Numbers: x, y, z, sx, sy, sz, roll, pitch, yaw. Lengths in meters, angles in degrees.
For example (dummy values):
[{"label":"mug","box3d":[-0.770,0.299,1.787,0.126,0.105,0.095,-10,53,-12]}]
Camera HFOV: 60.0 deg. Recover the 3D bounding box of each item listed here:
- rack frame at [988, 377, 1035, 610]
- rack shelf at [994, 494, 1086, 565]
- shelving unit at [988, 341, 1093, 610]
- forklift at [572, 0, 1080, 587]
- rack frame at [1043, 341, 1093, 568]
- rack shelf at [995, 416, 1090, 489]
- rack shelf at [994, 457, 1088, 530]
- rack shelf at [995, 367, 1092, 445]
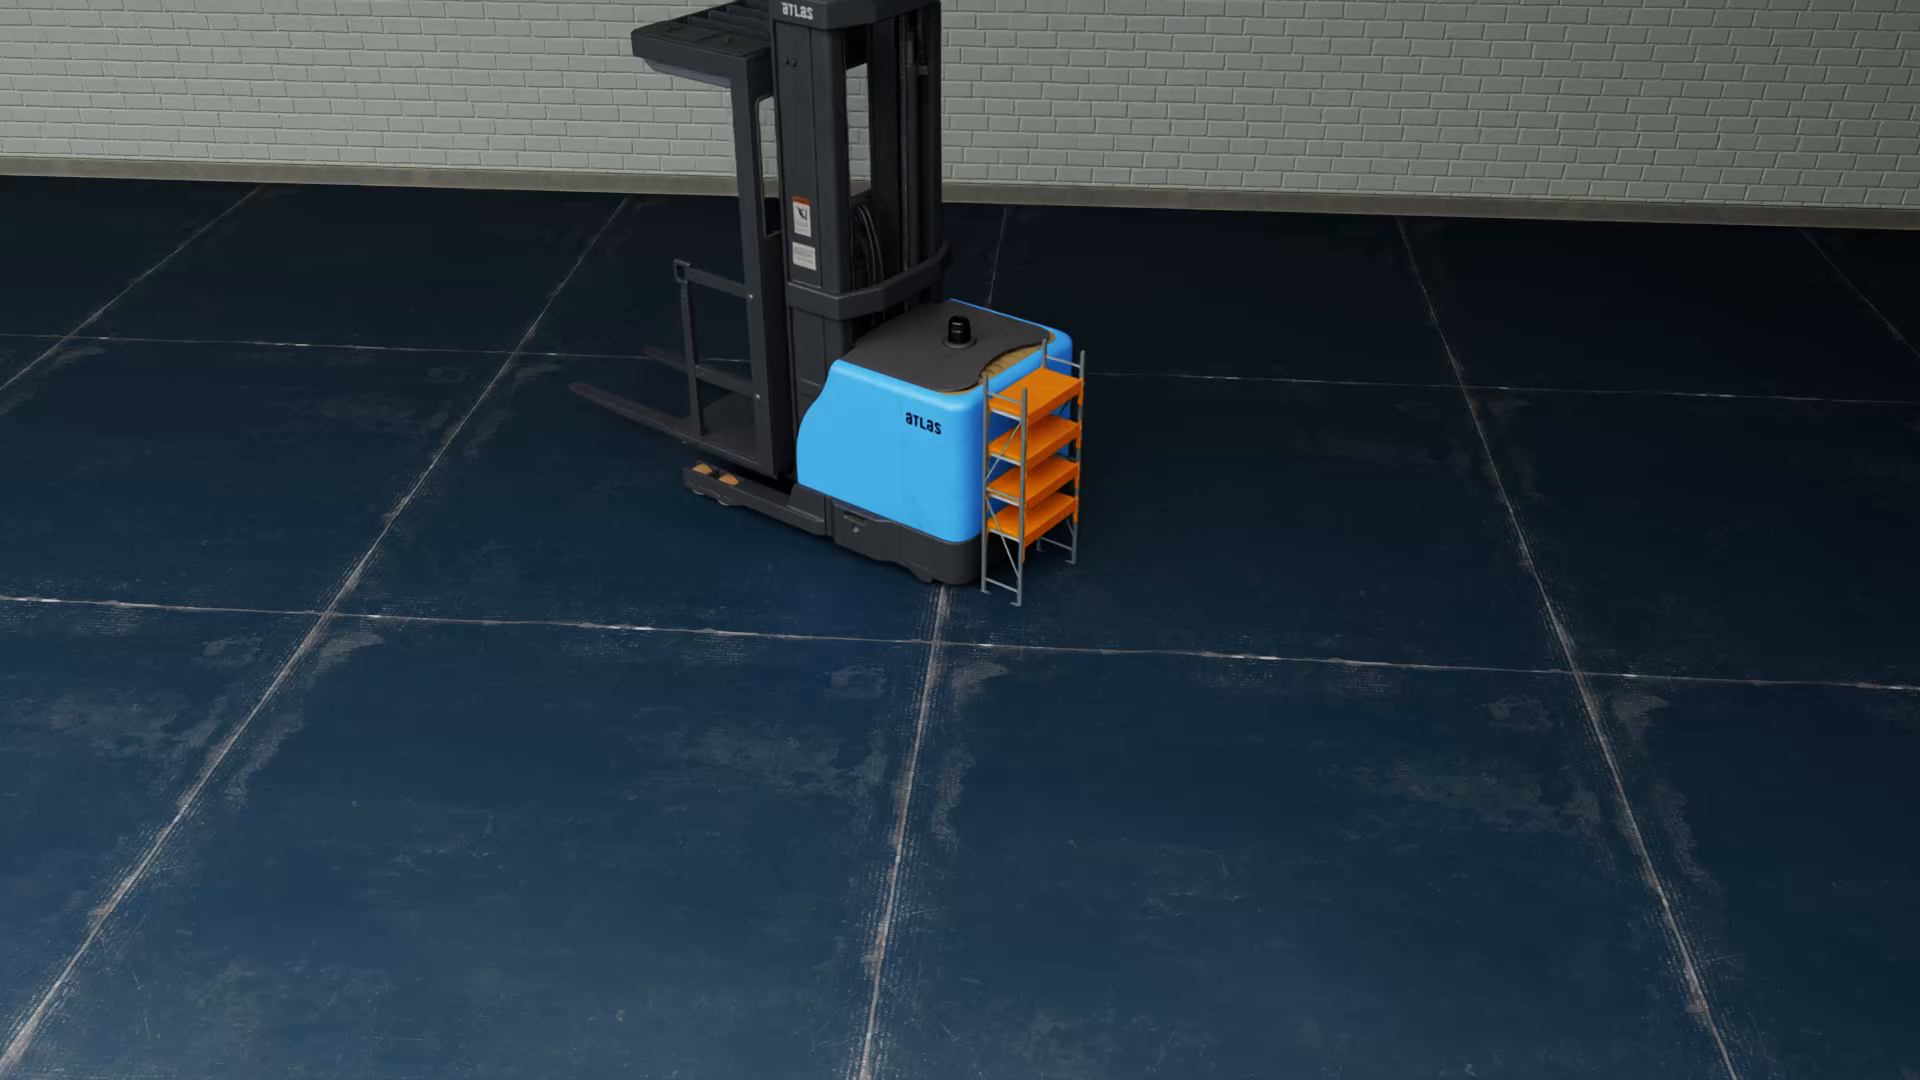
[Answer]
[{"label":"rack frame","box3d":[0.241,-0.204,7.938,0.240,1.200,0.015,21,37,30]},{"label":"rack shelf","box3d":[0.386,-0.081,8.244,0.258,0.148,0.480,21,37,30]},{"label":"shelving unit","box3d":[0.386,-0.307,8.105,0.258,1.200,0.503,21,37,30]},{"label":"forklift","box3d":[-0.867,-1.622,8.589,3.031,2.935,1.130,21,37,30]},{"label":"rack frame","box3d":[0.531,-0.410,8.272,0.240,1.200,0.015,21,37,30]},{"label":"rack shelf","box3d":[0.386,-0.440,8.023,0.258,0.148,0.480,21,37,30]},{"label":"rack shelf","box3d":[0.386,-0.250,8.140,0.258,0.148,0.480,21,37,30]},{"label":"rack shelf","box3d":[0.386,-0.642,7.899,0.258,0.148,0.480,21,37,30]}]
